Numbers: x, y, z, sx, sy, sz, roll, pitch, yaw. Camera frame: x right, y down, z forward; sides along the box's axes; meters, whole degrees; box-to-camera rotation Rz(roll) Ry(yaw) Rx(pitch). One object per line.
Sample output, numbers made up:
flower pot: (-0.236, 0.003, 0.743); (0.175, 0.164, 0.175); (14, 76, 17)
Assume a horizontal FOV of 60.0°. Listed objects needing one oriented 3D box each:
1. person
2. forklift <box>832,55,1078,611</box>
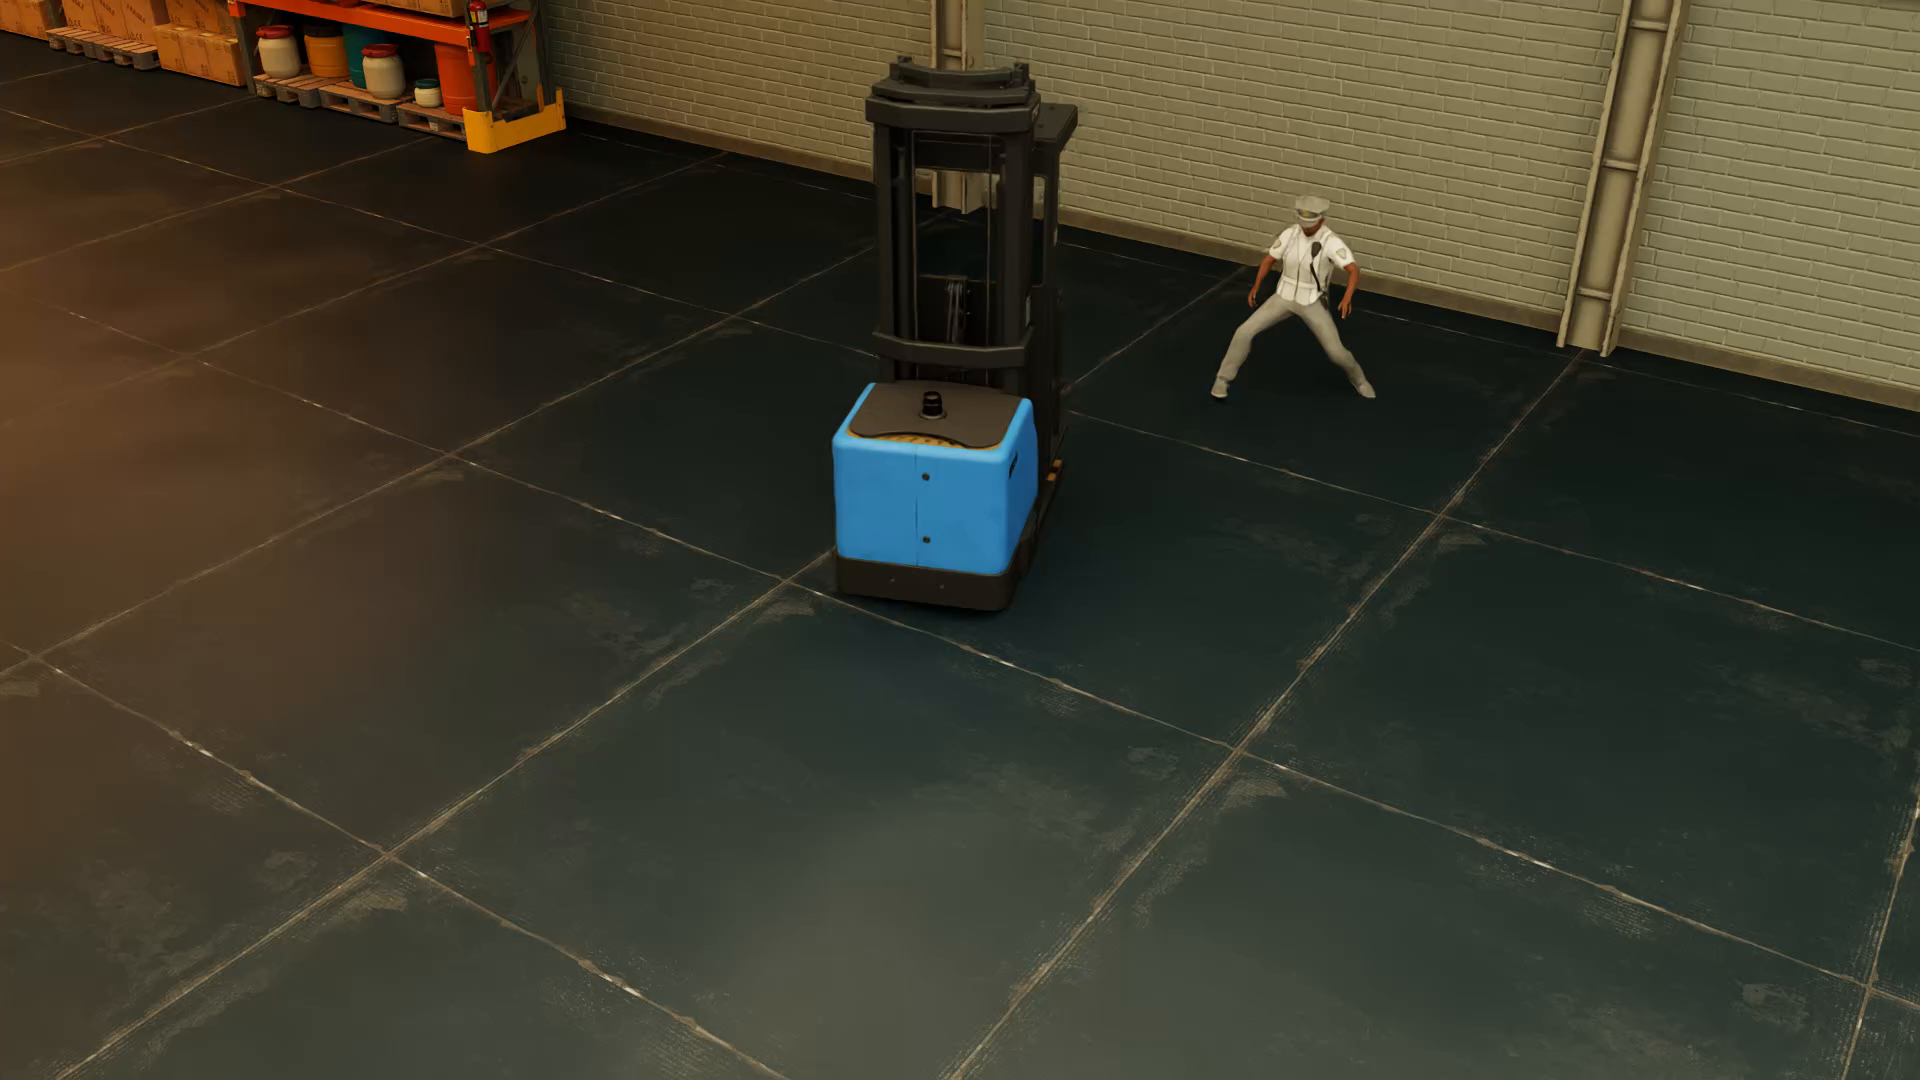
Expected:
person: (2.473, -1.702, 11.988); (1.026, 1.509, 0.929); (20, 36, 30)
forklift: (0.089, -1.582, 10.305); (1.130, 2.935, 3.031); (7, 31, 11)
